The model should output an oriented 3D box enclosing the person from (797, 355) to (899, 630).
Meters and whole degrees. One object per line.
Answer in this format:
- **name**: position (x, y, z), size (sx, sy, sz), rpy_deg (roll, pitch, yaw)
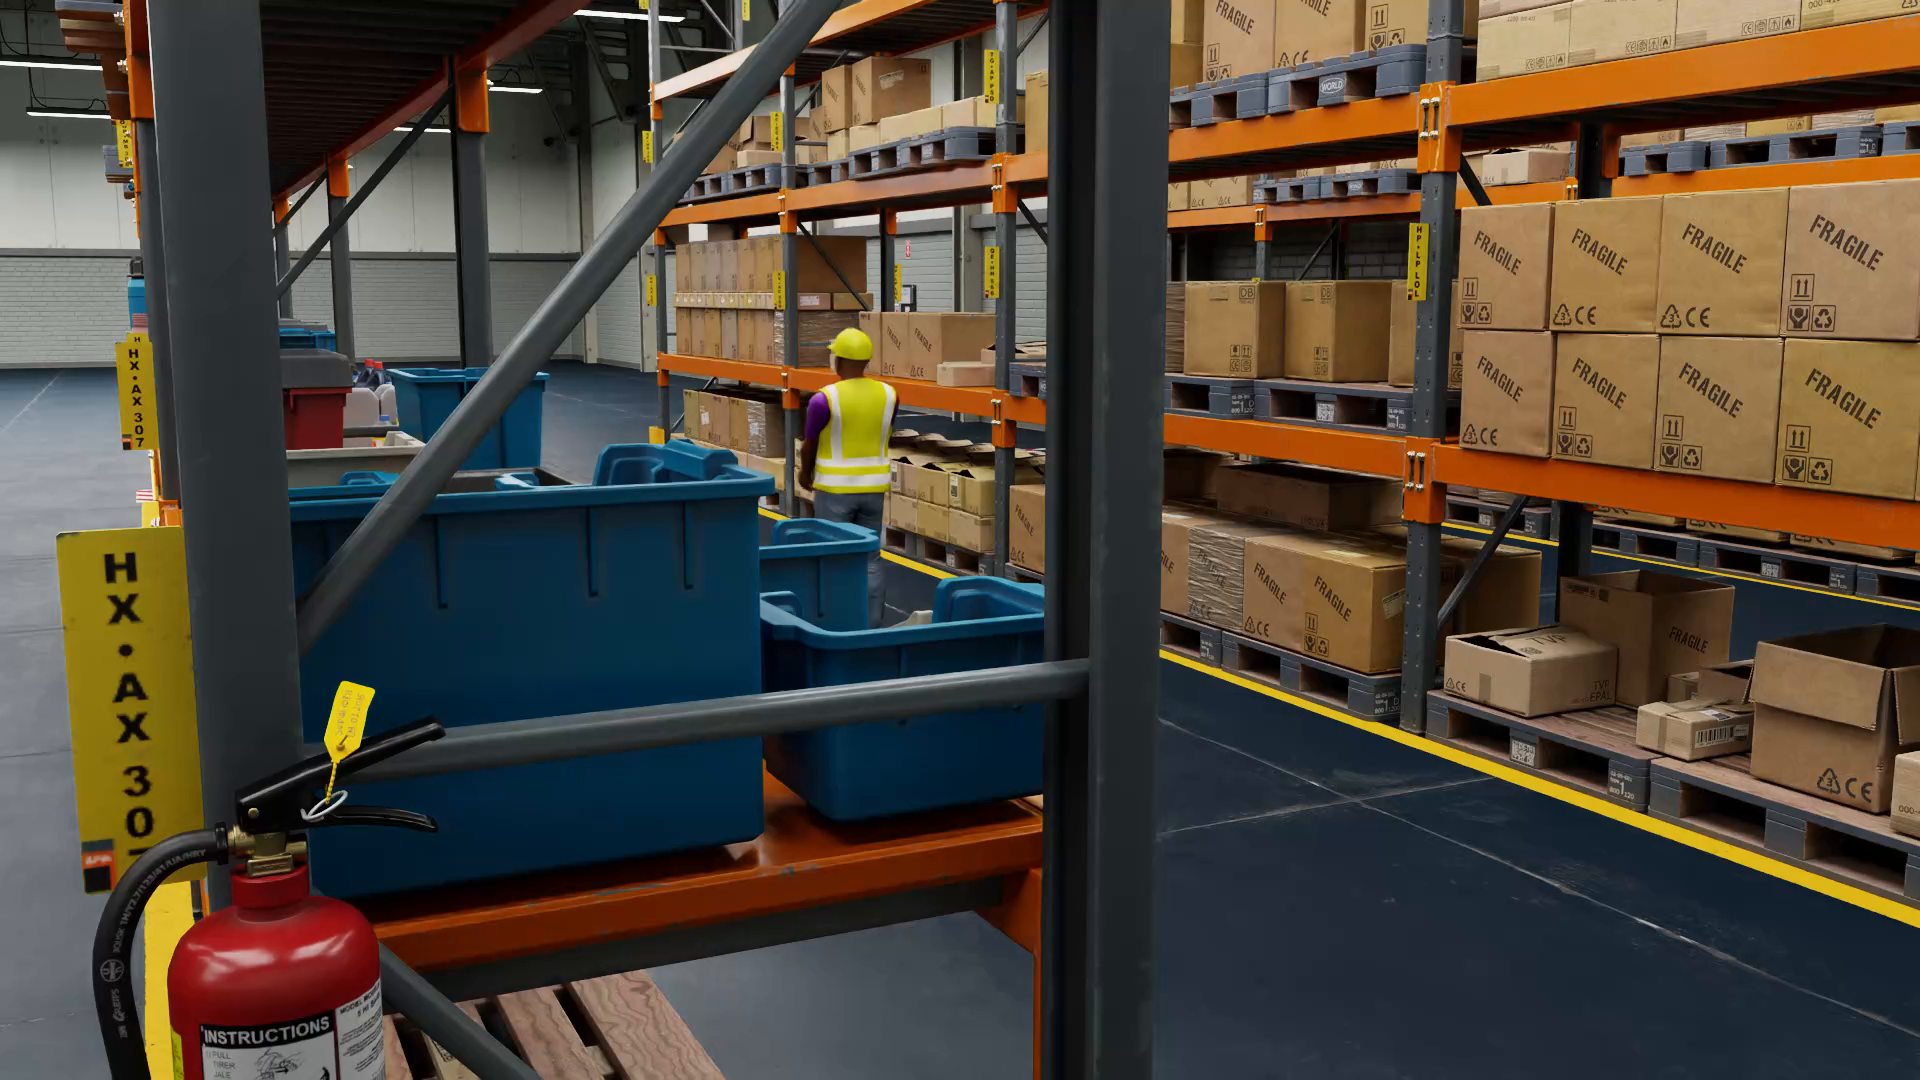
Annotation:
- **person**: position (-0.642, -0.252, 9.085), size (0.513, 1.730, 0.573), rpy_deg (-5, 10, -30)
